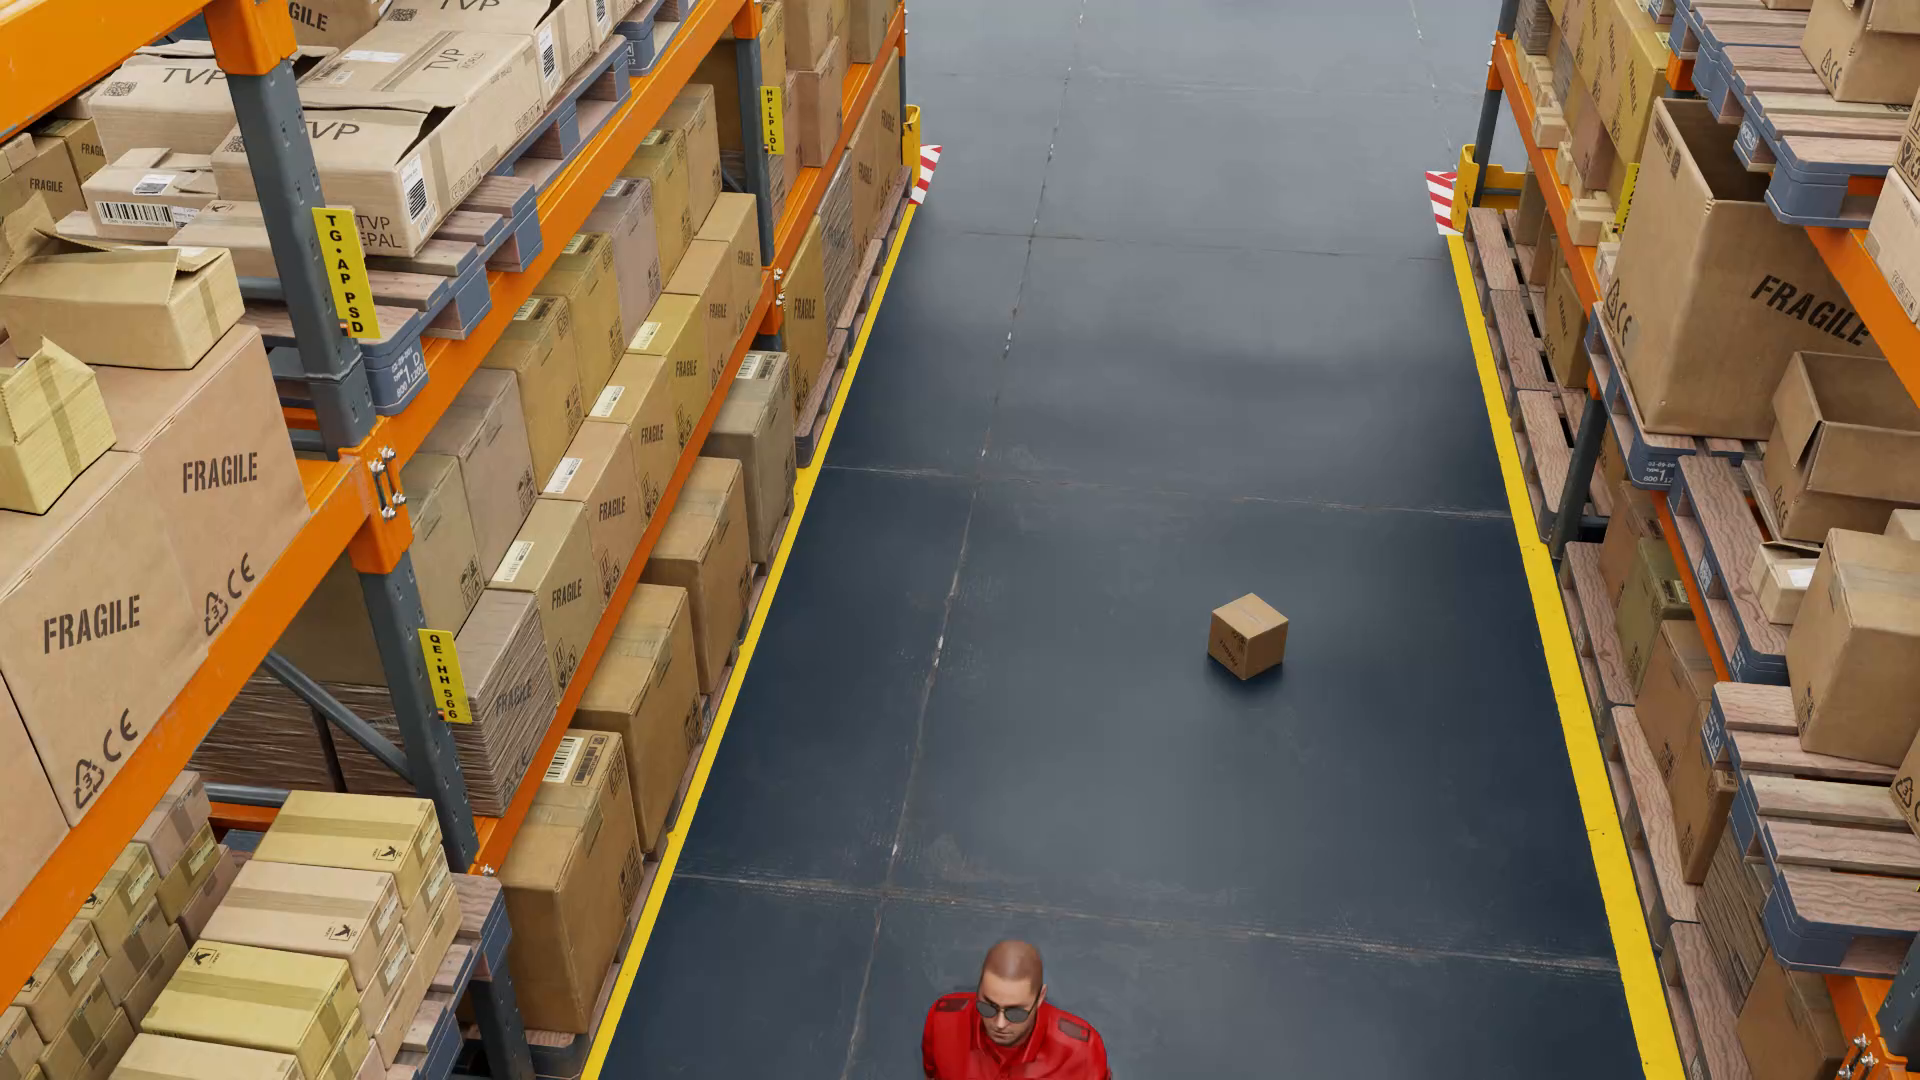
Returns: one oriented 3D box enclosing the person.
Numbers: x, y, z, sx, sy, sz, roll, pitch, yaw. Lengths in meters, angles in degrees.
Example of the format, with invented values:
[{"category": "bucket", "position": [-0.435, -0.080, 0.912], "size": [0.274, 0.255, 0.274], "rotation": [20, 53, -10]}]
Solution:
[{"category": "person", "position": [0.147, 1.737, 4.645], "size": [0.534, 1.686, 0.914], "rotation": [7, 37, 10]}]
